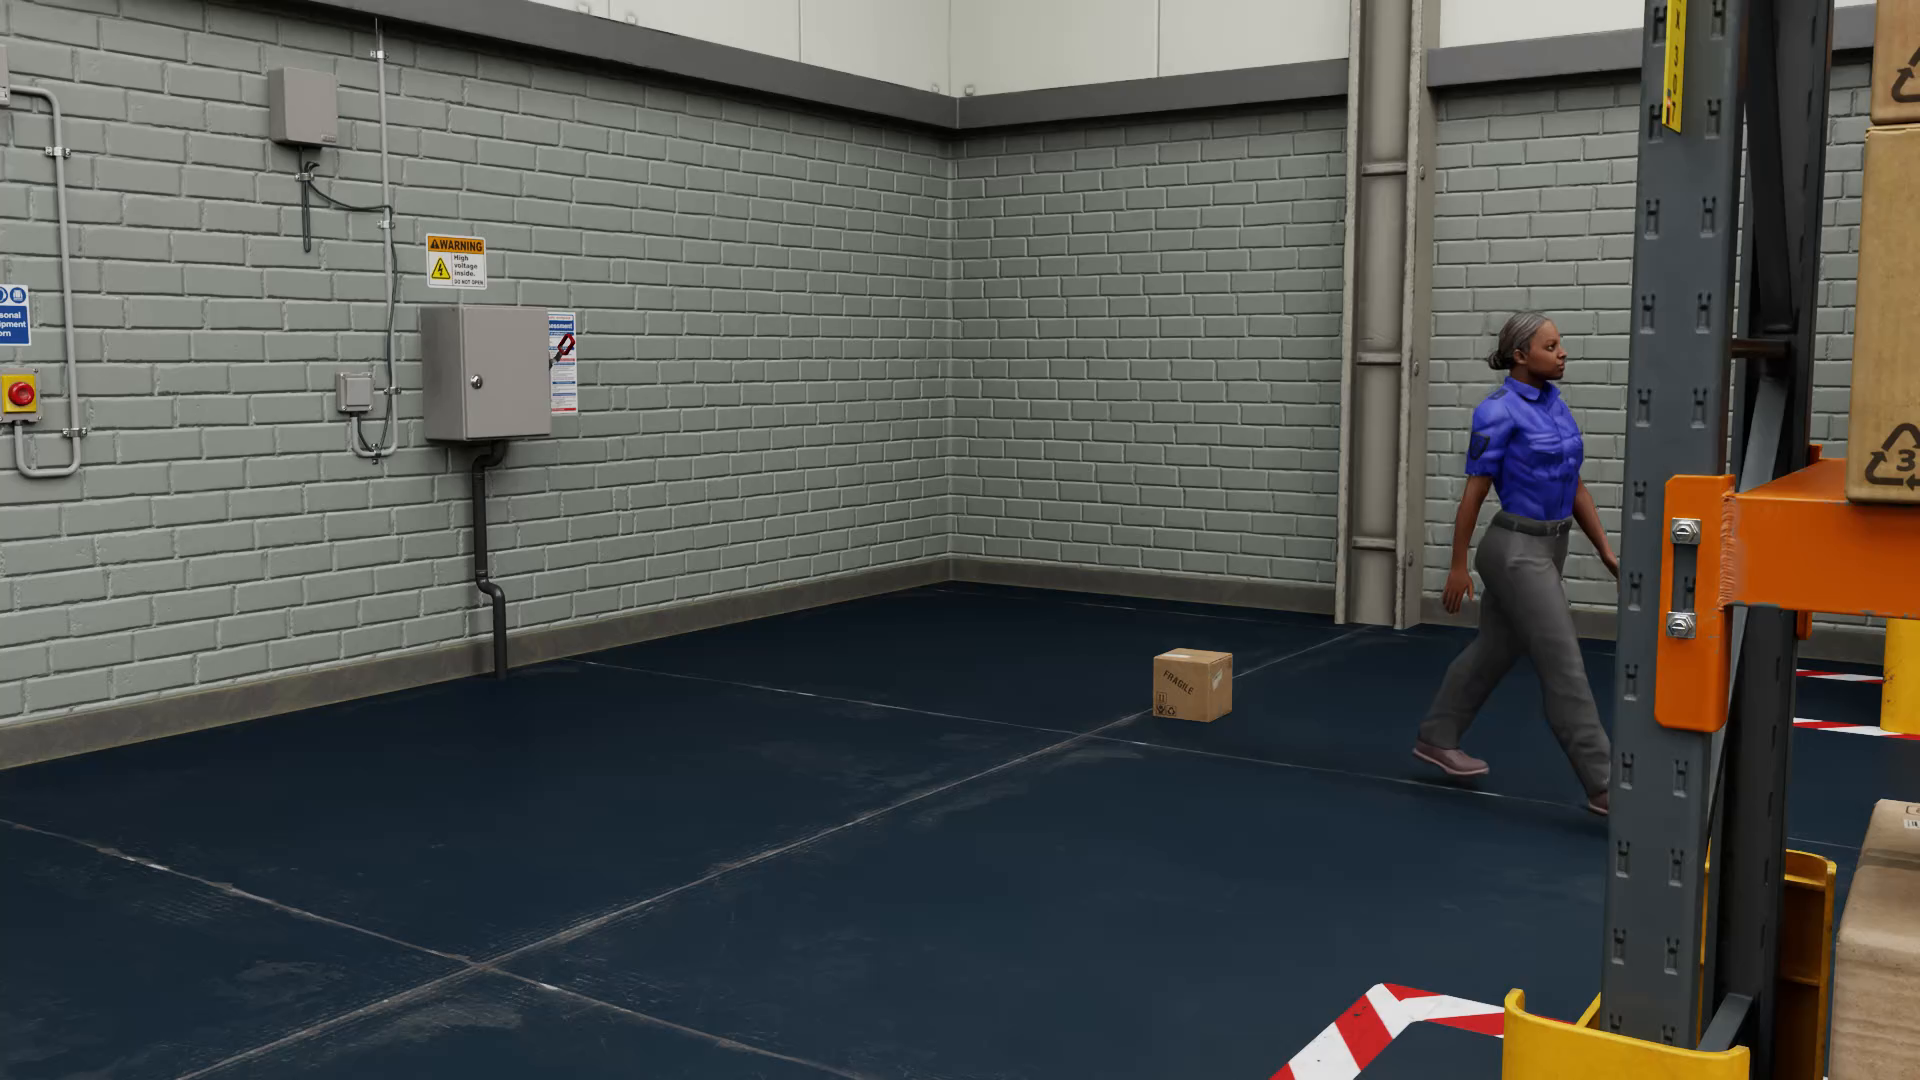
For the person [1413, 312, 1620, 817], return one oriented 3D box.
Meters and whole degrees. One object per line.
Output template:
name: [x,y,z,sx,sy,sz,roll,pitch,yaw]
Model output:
person: [1.927,0.055,5.436,1.009,1.592,0.483,6,9,43]
